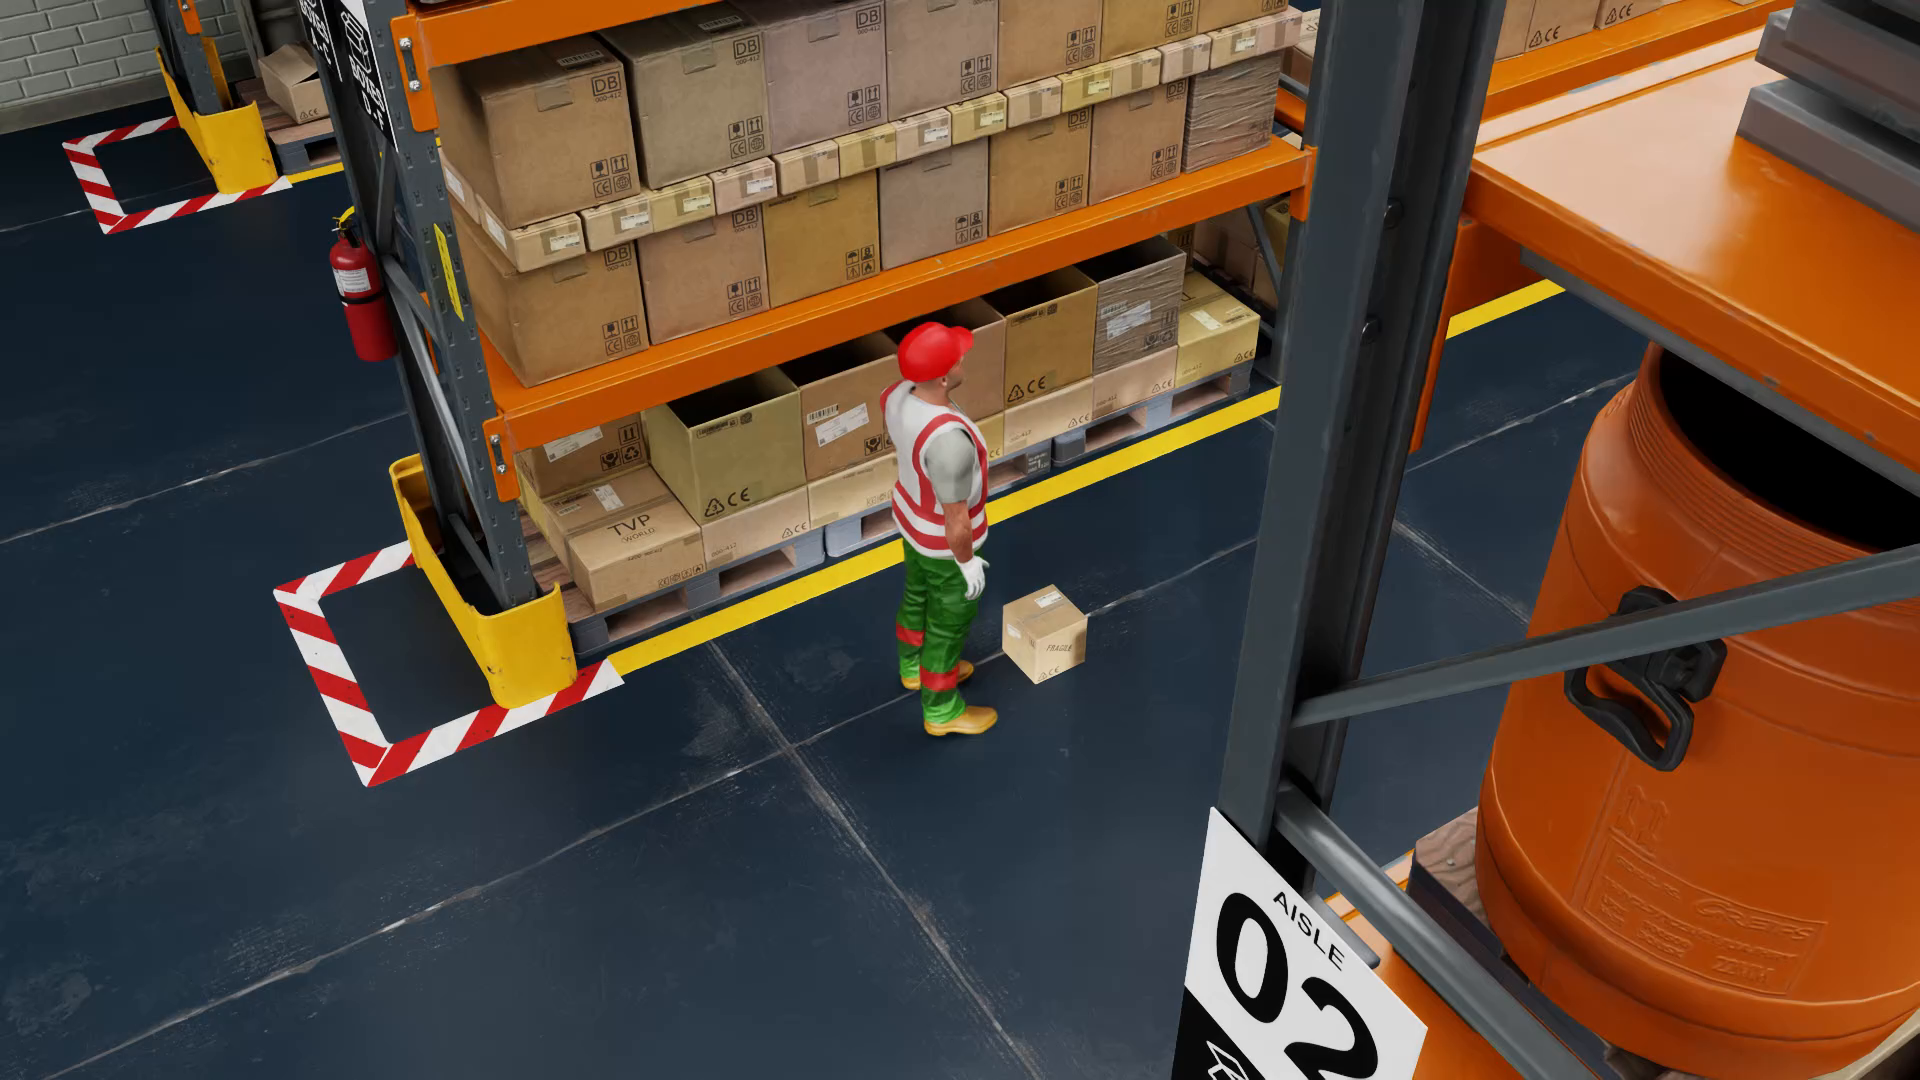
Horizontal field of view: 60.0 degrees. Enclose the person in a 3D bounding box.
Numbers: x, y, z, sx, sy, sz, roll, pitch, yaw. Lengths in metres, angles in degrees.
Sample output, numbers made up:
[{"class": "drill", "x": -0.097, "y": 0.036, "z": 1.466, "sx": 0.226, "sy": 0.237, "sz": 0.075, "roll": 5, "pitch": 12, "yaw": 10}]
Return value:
[{"class": "person", "x": -0.064, "y": -0.034, "z": 6.154, "sx": 0.337, "sy": 1.808, "sz": 0.556, "roll": -17, "pitch": 43, "yaw": -18}]
